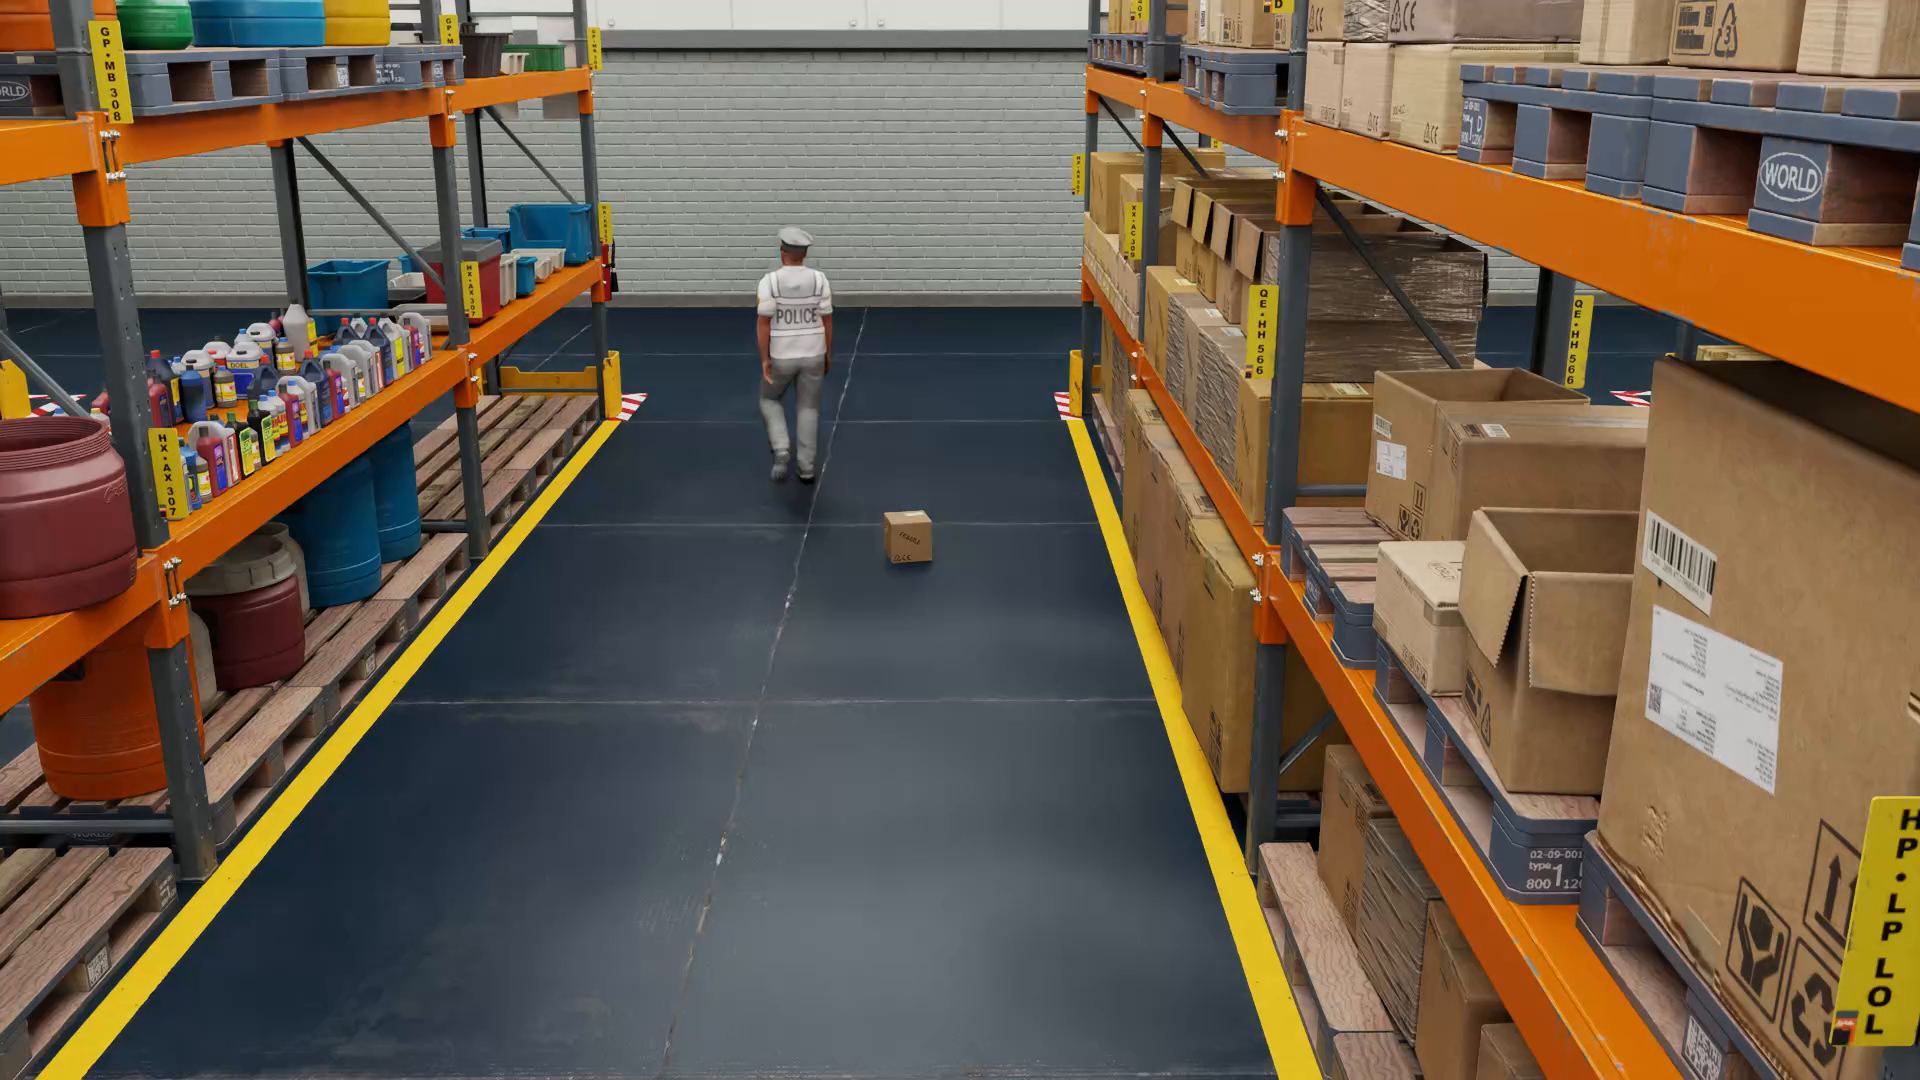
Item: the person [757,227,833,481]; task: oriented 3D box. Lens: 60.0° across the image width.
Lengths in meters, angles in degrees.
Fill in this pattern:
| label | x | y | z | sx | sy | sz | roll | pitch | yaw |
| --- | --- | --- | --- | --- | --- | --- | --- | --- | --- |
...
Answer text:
| label | x | y | z | sx | sy | sz | roll | pitch | yaw |
| --- | --- | --- | --- | --- | --- | --- | --- | --- | --- |
| person | -1.169 | -1.294 | 11.705 | 0.546 | 1.802 | 0.465 | -4 | 18 | -14 |
